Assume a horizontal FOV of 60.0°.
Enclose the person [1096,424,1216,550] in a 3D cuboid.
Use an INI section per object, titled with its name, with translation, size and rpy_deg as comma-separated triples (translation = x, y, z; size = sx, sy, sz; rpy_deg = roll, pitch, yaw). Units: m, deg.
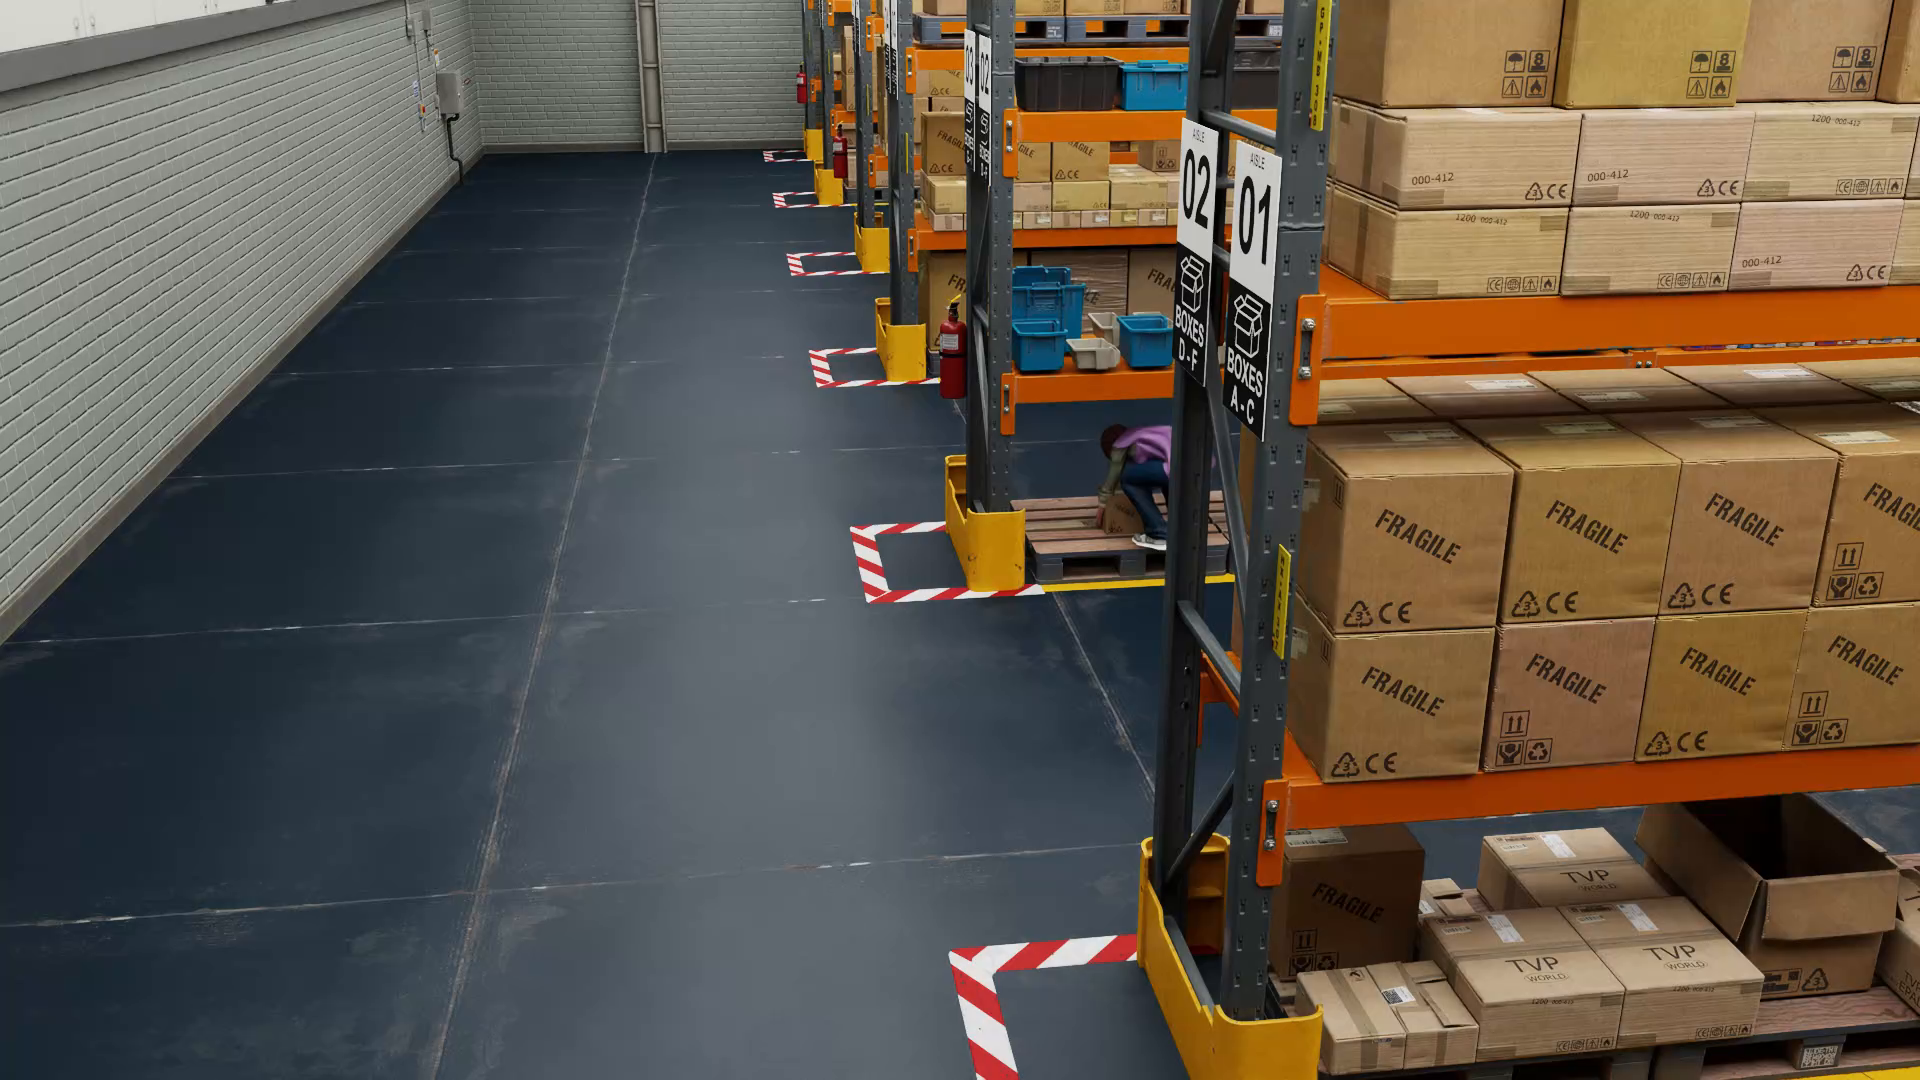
[person]
translation = 1.174, -0.342, 10.174
size = 0.420, 0.802, 0.871
rpy_deg = -15, 25, -35
